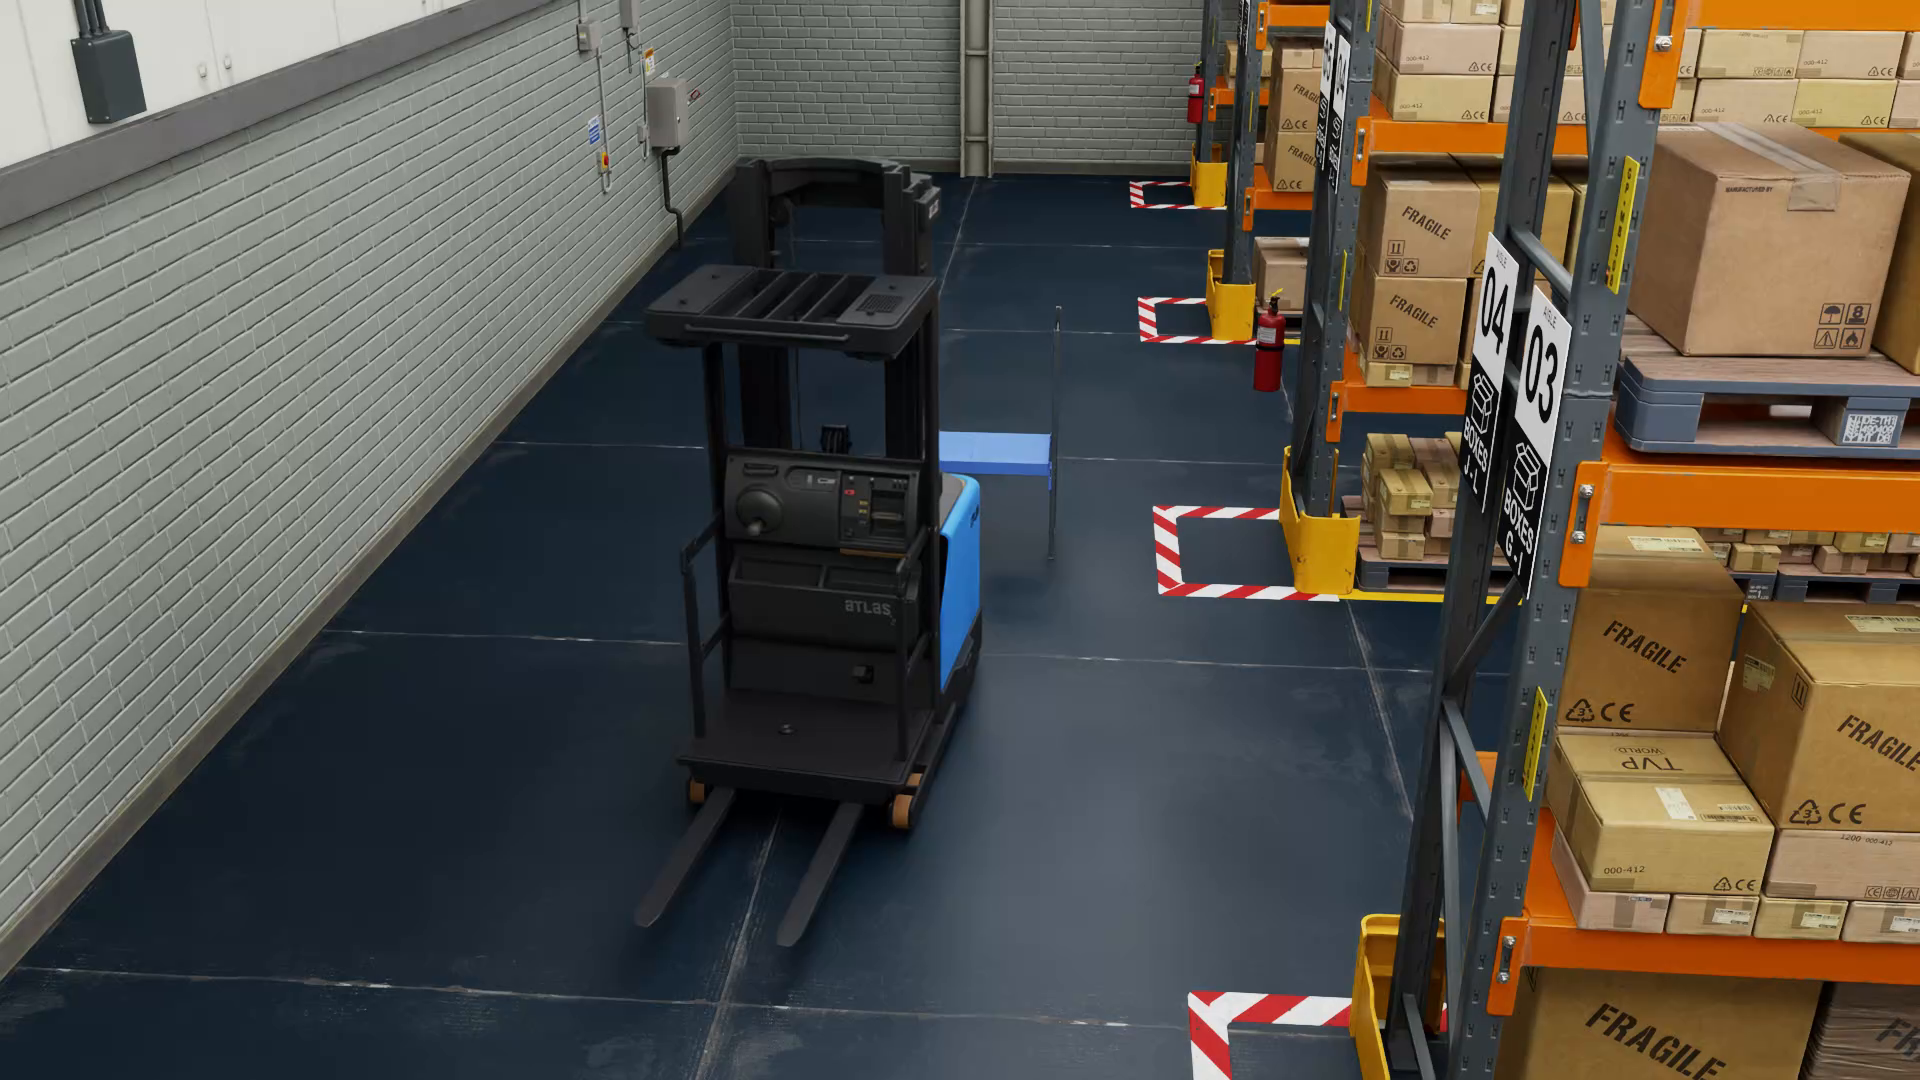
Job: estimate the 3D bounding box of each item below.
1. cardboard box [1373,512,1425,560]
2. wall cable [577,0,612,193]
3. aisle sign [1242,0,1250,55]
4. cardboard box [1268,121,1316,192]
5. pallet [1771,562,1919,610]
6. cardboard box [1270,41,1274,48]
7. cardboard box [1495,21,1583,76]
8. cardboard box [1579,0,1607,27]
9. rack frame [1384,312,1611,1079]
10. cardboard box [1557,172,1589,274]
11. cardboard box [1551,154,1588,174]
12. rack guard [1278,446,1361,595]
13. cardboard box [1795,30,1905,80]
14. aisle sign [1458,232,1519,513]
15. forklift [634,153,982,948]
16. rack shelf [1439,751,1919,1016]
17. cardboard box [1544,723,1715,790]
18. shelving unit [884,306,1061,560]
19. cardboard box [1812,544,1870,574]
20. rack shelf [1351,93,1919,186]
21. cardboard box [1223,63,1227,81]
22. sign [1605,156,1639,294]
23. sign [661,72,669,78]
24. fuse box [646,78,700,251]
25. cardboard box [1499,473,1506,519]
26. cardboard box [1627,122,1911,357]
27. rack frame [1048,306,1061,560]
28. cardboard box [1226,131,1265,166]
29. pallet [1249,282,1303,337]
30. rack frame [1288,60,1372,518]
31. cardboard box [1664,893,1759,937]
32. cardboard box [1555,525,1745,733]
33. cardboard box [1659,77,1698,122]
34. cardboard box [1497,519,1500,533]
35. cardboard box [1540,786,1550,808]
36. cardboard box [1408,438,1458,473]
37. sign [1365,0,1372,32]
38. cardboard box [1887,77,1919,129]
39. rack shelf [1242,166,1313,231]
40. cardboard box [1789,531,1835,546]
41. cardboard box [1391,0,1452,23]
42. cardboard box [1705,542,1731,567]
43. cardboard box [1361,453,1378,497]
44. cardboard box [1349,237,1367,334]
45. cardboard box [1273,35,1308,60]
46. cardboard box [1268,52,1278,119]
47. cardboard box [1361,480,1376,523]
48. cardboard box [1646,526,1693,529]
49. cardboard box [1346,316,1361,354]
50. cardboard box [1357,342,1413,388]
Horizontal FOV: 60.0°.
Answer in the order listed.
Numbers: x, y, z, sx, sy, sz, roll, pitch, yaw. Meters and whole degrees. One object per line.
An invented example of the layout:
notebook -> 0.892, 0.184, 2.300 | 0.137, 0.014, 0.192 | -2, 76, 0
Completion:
cardboard box -> 2.671, -0.026, 10.127 | 0.250, 0.149, 0.380 | 2, 25, 5
wall cable -> -3.173, -3.994, 14.588 | 0.123, 1.953, 0.585 | 2, 25, 4
aisle sign -> 2.357, -4.410, 13.635 | 0.004, 0.787, 0.394 | 2, 25, 4
cardboard box -> 2.907, -3.258, 14.121 | 0.500, 0.500, 0.500 | 2, 25, 4
pallet -> 5.489, 0.107, 10.264 | 1.213, 0.211, 1.003 | 2, 25, 4
cardboard box -> 3.820, -5.562, 19.073 | 0.500, 0.250, 0.500 | 2, 25, 4
cardboard box -> 3.111, -2.664, 8.944 | 0.500, 0.250, 0.500 | 2, 25, 3
cardboard box -> 3.238, -2.815, 8.796 | 0.250, 0.149, 0.380 | 2, 25, 5
rack frame -> 1.692, 0.783, 5.459 | 0.127, 3.000, 1.000 | 2, 25, 4
cardboard box -> 3.621, -1.751, 9.296 | 0.500, 0.500, 0.500 | 1, 25, 3
cardboard box -> 3.672, -1.975, 9.783 | 0.500, 0.500, 0.500 | 3, 25, 7
rack guard -> 2.248, -0.143, 10.462 | 0.348, 0.500, 1.175 | 2, 25, 4
cardboard box -> 4.643, -2.619, 8.847 | 0.500, 0.250, 0.500 | 3, 25, 6
aisle sign -> 1.643, -0.525, 5.193 | 0.004, 0.787, 0.394 | 2, 25, 4
forklift -> -0.689, -0.144, 7.558 | 1.130, 2.935, 3.031 | 5, 25, 11
rack shelf -> 3.686, 1.174, 5.471 | 4.000, 0.370, 1.077 | 2, 25, 4
cardboard box -> 2.196, 0.621, 5.635 | 0.500, 0.250, 0.500 | 1, 25, 3
shelving unit -> 0.085, -0.679, 10.431 | 1.048, 1.500, 0.538 | 2, 25, 4
cardboard box -> 5.223, 0.056, 9.947 | 0.250, 0.149, 0.380 | 1, 25, 2
rack shelf -> 4.167, -2.253, 9.329 | 4.000, 0.370, 1.077 | 2, 25, 4
cardboard box -> 3.178, -5.403, 19.204 | 0.250, 0.149, 0.380 | 2, 25, 3
sign -> 1.644, -0.781, 4.131 | 0.005, 0.325, 0.100 | 2, 25, 4
sign -> -3.035, -4.558, 17.181 | 0.001, 0.494, 0.329 | 2, 25, 4
fuse box -> -2.867, -3.803, 16.969 | 0.414, 1.711, 0.539 | 2, 25, 4
cardboard box -> 3.195, -0.268, 9.941 | 0.250, 0.149, 0.380 | 2, 25, 4
cardboard box -> 2.215, -0.867, 4.715 | 0.500, 0.500, 0.700 | 0, 25, 1
rack frame -> 0.592, -0.662, 10.395 | 0.032, 1.500, 0.500 | 2, 25, 4
cardboard box -> 3.430, -4.414, 19.238 | 0.637, 0.503, 0.797 | 1, 25, 2
pallet -> 3.254, -2.087, 15.034 | 1.213, 0.211, 1.003 | 2, 25, 4
rack frame -> 2.173, -1.281, 9.945 | 0.127, 3.000, 1.000 | 2, 25, 4
cardboard box -> 2.277, 1.054, 5.172 | 0.250, 0.149, 0.380 | 1, 25, 3
cardboard box -> 2.198, 0.282, 5.476 | 0.500, 0.500, 0.500 | 2, 25, 5
cardboard box -> 3.640, -2.425, 9.022 | 0.500, 0.250, 0.500 | 1, 25, 2
cardboard box -> 3.195, -0.185, 10.115 | 0.250, 0.149, 0.380 | 2, 25, 5
cardboard box -> 2.072, 0.772, 5.785 | 0.250, 0.149, 0.380 | 2, 25, 5
cardboard box -> 2.966, -0.503, 10.452 | 0.250, 0.149, 0.380 | 2, 25, 5
sign -> 2.131, -2.814, 8.644 | 0.005, 0.325, 0.100 | 2, 25, 4
cardboard box -> 5.154, -2.371, 8.906 | 0.500, 0.250, 0.500 | 2, 25, 4
rack shelf -> 4.445, -2.956, 14.447 | 4.000, 0.370, 1.077 | 2, 25, 4
cardboard box -> 5.041, -0.115, 9.963 | 0.250, 0.149, 0.380 | 2, 25, 4
cardboard box -> 2.478, -2.878, 8.933 | 0.250, 0.149, 0.380 | 2, 25, 4
cardboard box -> 4.457, 0.012, 10.045 | 0.250, 0.149, 0.380 | 2, 25, 5
cardboard box -> 2.721, -0.414, 10.613 | 0.250, 0.149, 0.380 | 1, 25, 3
cardboard box -> 2.640, -1.554, 10.064 | 0.500, 0.500, 0.500 | 2, 25, 5
cardboard box -> 2.824, -4.213, 14.227 | 0.250, 0.149, 0.380 | 2, 25, 5
cardboard box -> 2.950, -3.931, 14.388 | 0.500, 0.500, 0.500 | 3, 25, 6
cardboard box -> 2.713, -0.247, 10.605 | 0.250, 0.149, 0.380 | 2, 25, 5
cardboard box -> 4.257, -0.158, 10.057 | 0.250, 0.149, 0.380 | 3, 25, 6
cardboard box -> 2.519, -1.274, 10.231 | 0.250, 0.149, 0.380 | 2, 25, 4
cardboard box -> 2.471, -1.020, 9.678 | 0.250, 0.149, 0.380 | 2, 25, 4
